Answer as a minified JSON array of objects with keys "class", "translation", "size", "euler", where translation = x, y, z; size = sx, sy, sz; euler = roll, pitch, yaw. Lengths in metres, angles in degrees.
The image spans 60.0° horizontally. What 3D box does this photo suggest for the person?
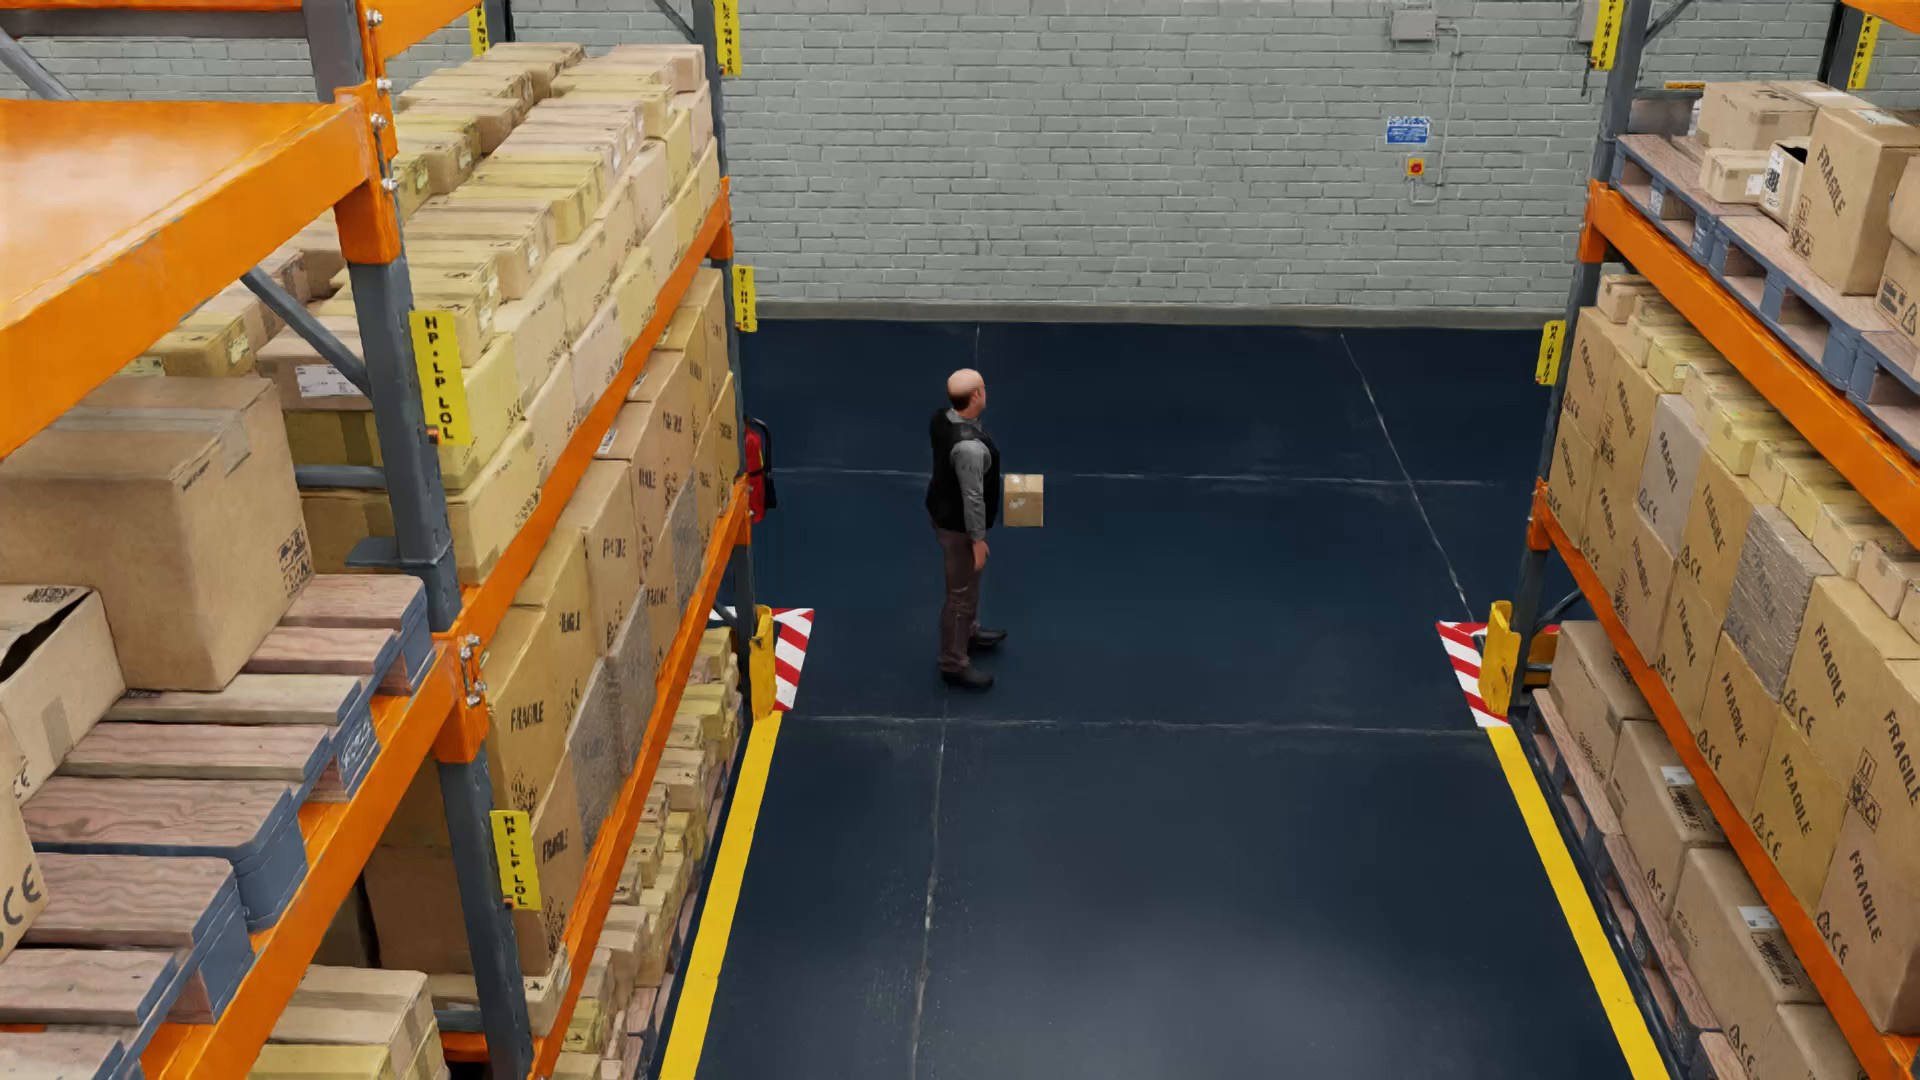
[{"class":"person","translation":[0.070,-0.093,8.765],"size":[0.470,1.730,0.588],"euler":[-7,29,-13]}]
